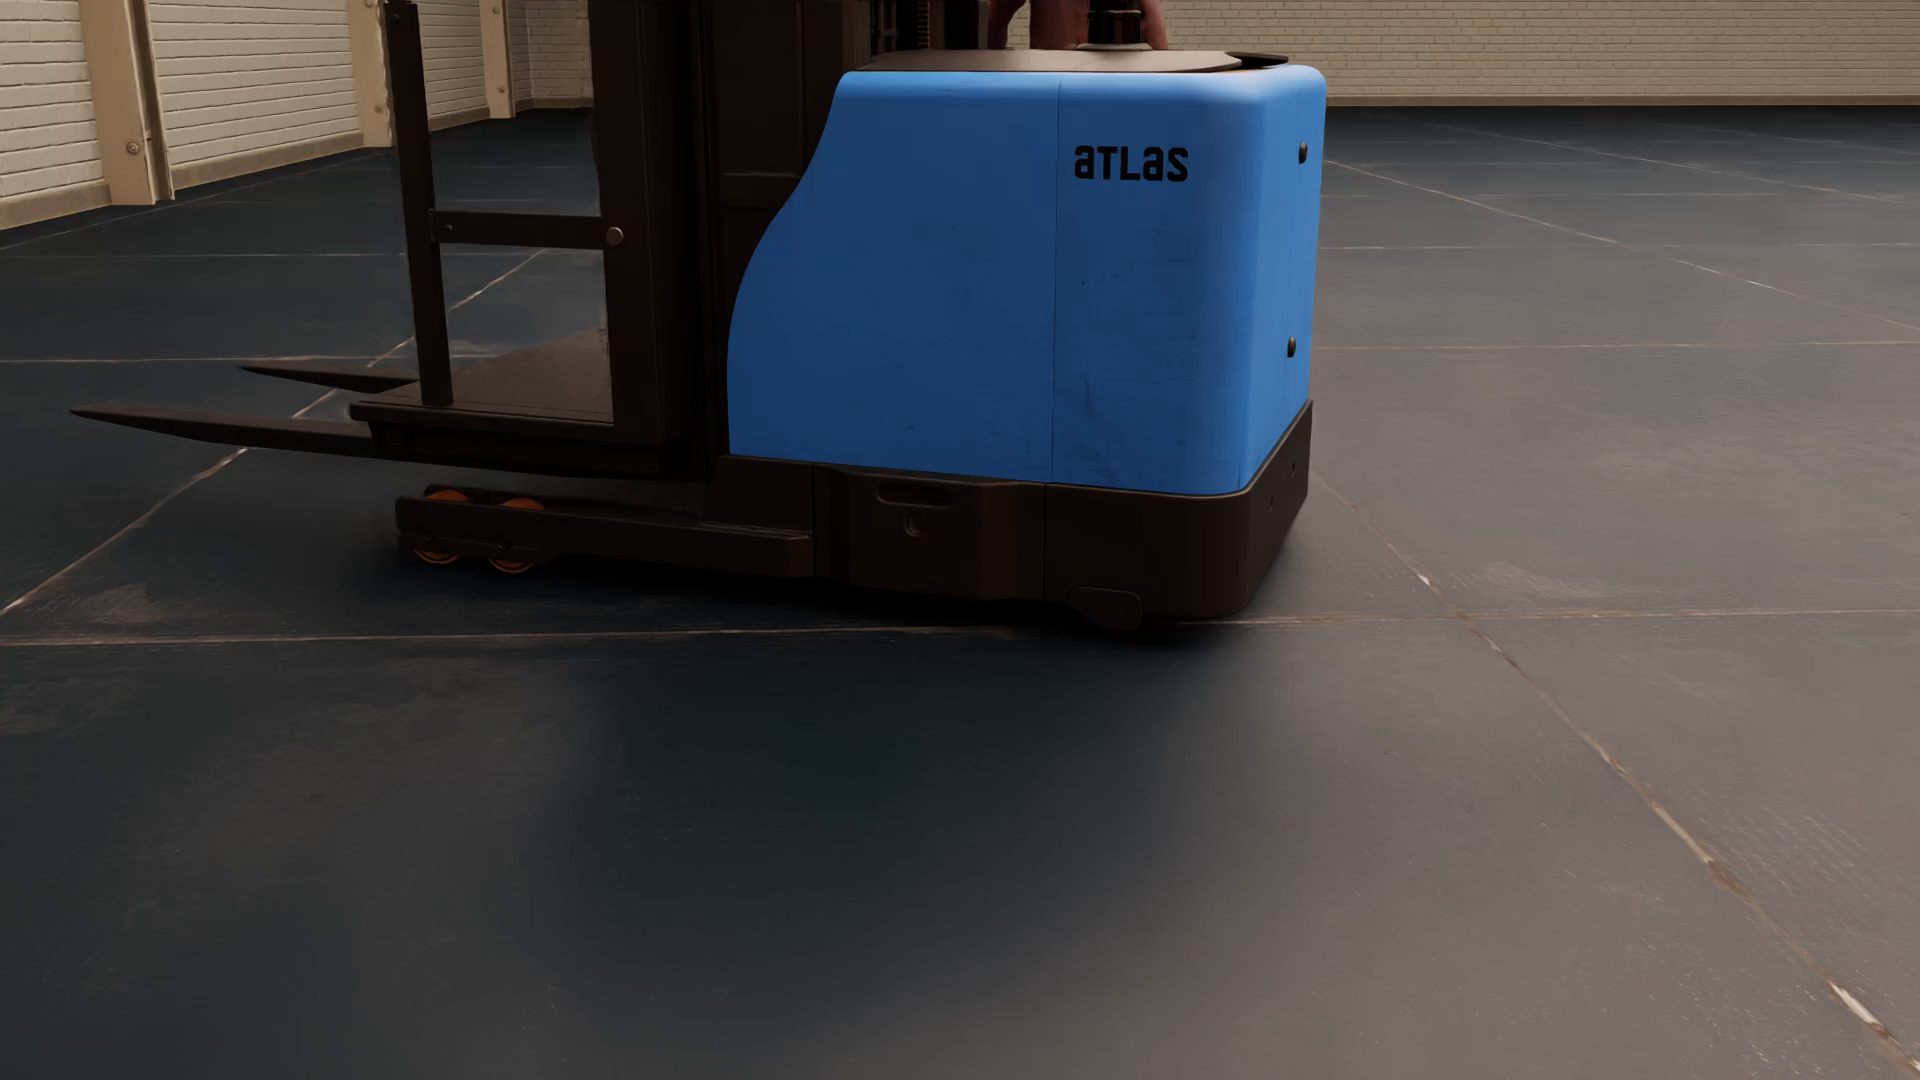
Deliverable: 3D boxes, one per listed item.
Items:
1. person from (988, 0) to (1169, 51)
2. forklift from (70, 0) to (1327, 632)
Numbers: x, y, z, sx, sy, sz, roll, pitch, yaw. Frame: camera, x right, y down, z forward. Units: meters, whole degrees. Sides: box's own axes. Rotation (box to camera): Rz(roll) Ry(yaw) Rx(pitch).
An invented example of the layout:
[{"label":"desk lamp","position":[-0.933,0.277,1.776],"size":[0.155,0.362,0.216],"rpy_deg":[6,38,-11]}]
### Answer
[{"label":"person","position":[0.459,-1.767,6.693],"size":[0.826,1.760,0.597],"rpy_deg":[2,17,5]},{"label":"forklift","position":[-0.734,-1.465,3.697],"size":[3.031,2.935,1.130],"rpy_deg":[6,18,18]}]
